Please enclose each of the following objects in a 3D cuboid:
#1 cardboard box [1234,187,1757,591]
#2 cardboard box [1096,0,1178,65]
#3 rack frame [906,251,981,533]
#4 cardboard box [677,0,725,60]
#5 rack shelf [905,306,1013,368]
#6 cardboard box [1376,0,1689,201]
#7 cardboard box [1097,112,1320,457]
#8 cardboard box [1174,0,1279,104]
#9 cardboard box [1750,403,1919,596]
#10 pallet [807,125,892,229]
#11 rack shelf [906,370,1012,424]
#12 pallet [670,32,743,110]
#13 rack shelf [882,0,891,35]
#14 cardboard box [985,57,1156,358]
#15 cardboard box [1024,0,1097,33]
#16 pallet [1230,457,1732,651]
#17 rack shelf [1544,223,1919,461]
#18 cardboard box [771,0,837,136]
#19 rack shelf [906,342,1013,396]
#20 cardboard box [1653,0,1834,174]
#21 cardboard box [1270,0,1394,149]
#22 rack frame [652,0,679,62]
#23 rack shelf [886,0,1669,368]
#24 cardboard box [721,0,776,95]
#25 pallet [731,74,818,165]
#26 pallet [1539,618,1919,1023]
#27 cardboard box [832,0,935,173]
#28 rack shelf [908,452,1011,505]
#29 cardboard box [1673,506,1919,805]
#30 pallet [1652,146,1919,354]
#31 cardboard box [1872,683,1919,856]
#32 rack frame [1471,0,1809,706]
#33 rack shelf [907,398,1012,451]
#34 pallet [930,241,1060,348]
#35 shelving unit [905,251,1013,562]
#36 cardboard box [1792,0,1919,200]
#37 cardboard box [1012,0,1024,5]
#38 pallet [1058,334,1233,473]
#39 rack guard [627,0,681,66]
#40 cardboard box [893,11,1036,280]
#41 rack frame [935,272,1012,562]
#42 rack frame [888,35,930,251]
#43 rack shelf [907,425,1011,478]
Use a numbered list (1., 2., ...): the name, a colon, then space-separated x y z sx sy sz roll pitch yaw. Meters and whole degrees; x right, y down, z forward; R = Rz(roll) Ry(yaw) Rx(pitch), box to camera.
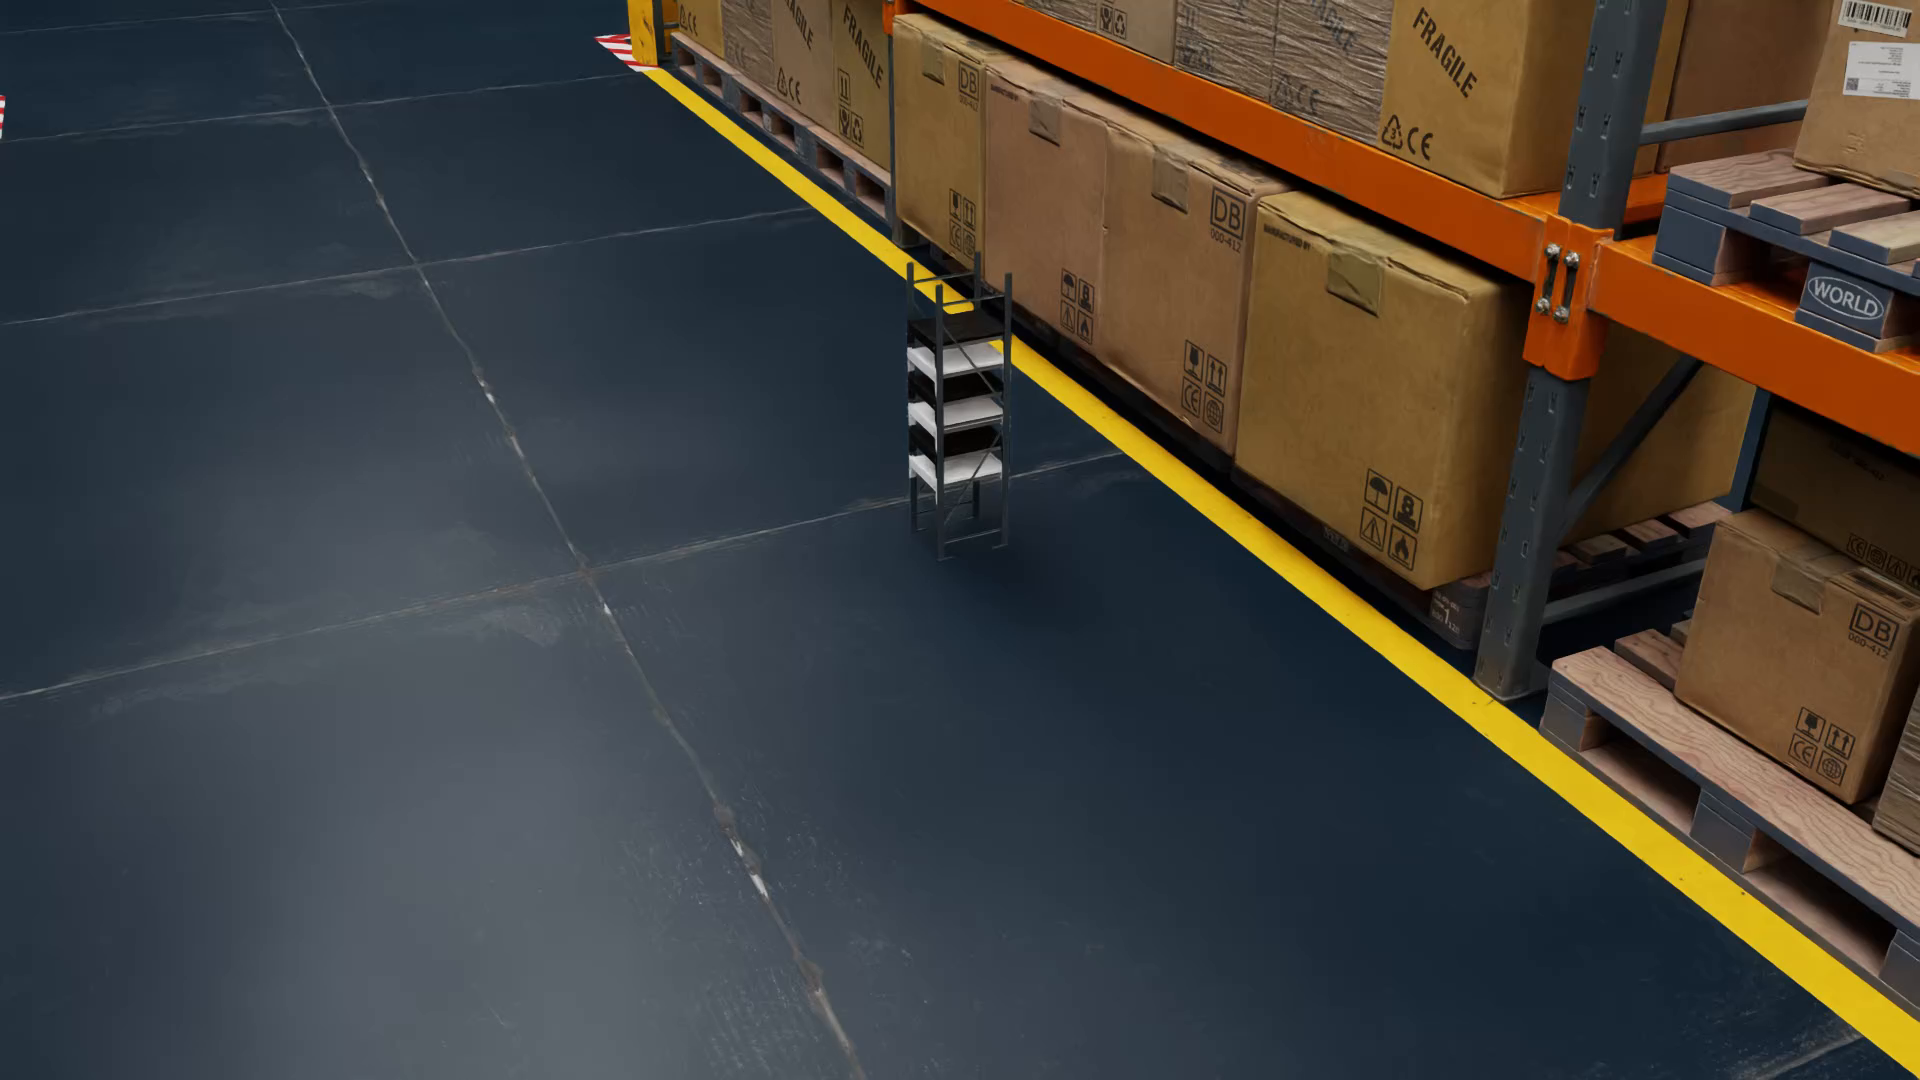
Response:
1. cardboard box: 1.601 -0.563 4.930 1.225 0.875 0.875 -15 32 -24
2. cardboard box: 0.790 -1.882 5.437 0.500 0.500 0.500 -12 32 -21
3. rack frame: -0.047 -0.441 5.116 0.240 0.900 0.006 -13 32 -22
4. cardboard box: -1.209 -3.521 10.206 0.875 0.875 0.875 -13 32 -22
5. rack shelf: -0.003 -0.603 4.921 0.258 0.077 0.200 -13 32 -22
6. cardboard box: 1.443 -1.207 4.233 0.500 0.500 0.500 -12 31 -20
7. cardboard box: 1.225 -0.958 5.635 1.225 0.875 0.875 -13 32 -22
8. cardboard box: 1.008 -1.657 5.036 0.500 0.500 0.500 -14 32 -24
9. cardboard box: 2.193 -0.136 3.765 0.500 0.250 0.500 -12 31 -20
10. pallet: -0.095 -1.900 8.423 1.003 0.211 1.213 -13 32 -22
11. rack shelf: -0.003 -0.446 5.009 0.258 0.077 0.200 -13 32 -22
12. pallet: -1.142 -2.978 10.345 1.003 0.211 1.213 -13 32 -22
13. rack shelf: -0.697 -3.334 8.864 1.077 0.370 4.000 -13 32 -22
14. cardboard box: 0.838 -1.347 6.329 1.225 0.875 0.875 -14 32 -24
15. cardboard box: 0.564 -2.109 5.842 0.500 0.500 0.500 -14 32 -23
16. pallet: 1.608 -0.145 5.292 1.003 0.211 1.213 -13 32 -22
17. rack shelf: 2.737 0.200 2.562 1.077 0.370 4.000 -13 32 -22
18. cardboard box: -0.436 -2.726 8.788 0.875 0.875 0.875 -13 32 -22
19. rack shelf: -0.003 -0.524 4.965 0.258 0.077 0.200 -13 32 -22
20. cardboard box: 1.915 -1.312 4.422 0.500 0.500 0.500 -12 31 -21
21. cardboard box: 1.234 -1.428 4.628 0.500 0.500 0.500 -13 32 -22
22. rack frame: -1.556 -4.531 10.263 1.000 3.000 0.127 -13 32 -22
23. rack shelf: 1.020 -1.567 5.713 1.077 0.370 4.000 -13 32 -22
24. cardboard box: -0.818 -3.119 9.489 0.875 0.875 0.875 -13 32 -22
25. pallet: -0.622 -2.440 9.385 1.003 0.211 1.213 -13 32 -22
26. pallet: 2.212 0.565 4.027 1.003 0.211 1.213 -13 32 -22
27. cardboard box: -0.050 -2.329 8.079 0.875 0.875 0.875 -13 32 -22
28. rack shelf: -0.003 -0.210 5.141 0.258 0.077 0.200 -13 32 -22
29. cardboard box: 2.184 0.193 3.945 0.700 0.500 0.500 -15 33 -25
30. pallet: 2.280 -0.621 3.487 1.213 0.211 1.003 -13 32 -22
31. cardboard box: 2.434 0.435 3.512 0.700 0.500 0.500 -16 33 -26
32. rack frame: 1.878 -0.997 3.961 1.000 3.000 0.127 -13 32 -22
33. rack shelf: -0.003 -0.367 5.053 0.258 0.077 0.200 -13 32 -22
34. pallet: 0.560 -1.223 7.215 1.003 0.211 1.213 -13 32 -22
35. shelving unit: -0.003 -0.396 5.036 0.258 0.900 0.210 -13 32 -22
36. cardboard box: 2.146 -0.994 3.424 0.500 0.500 0.500 -17 34 -28
37. cardboard box: 0.349 -2.330 6.236 0.500 0.500 0.500 -13 32 -22
38. pallet: 1.088 -0.683 6.252 1.003 0.211 1.213 -13 32 -22
39. rack guard: -1.566 -3.451 10.894 1.175 0.500 0.348 -13 32 -22
40. cardboard box: 0.454 -1.742 7.033 1.225 0.875 0.875 -13 32 -22
41. rack frame: 0.040 -0.351 4.956 0.240 0.900 0.006 -13 32 -22
42. rack frame: 0.161 -2.764 7.112 1.000 3.000 0.127 -13 32 -22
43. rack shelf: -0.003 -0.289 5.097 0.258 0.077 0.200 -13 32 -22
